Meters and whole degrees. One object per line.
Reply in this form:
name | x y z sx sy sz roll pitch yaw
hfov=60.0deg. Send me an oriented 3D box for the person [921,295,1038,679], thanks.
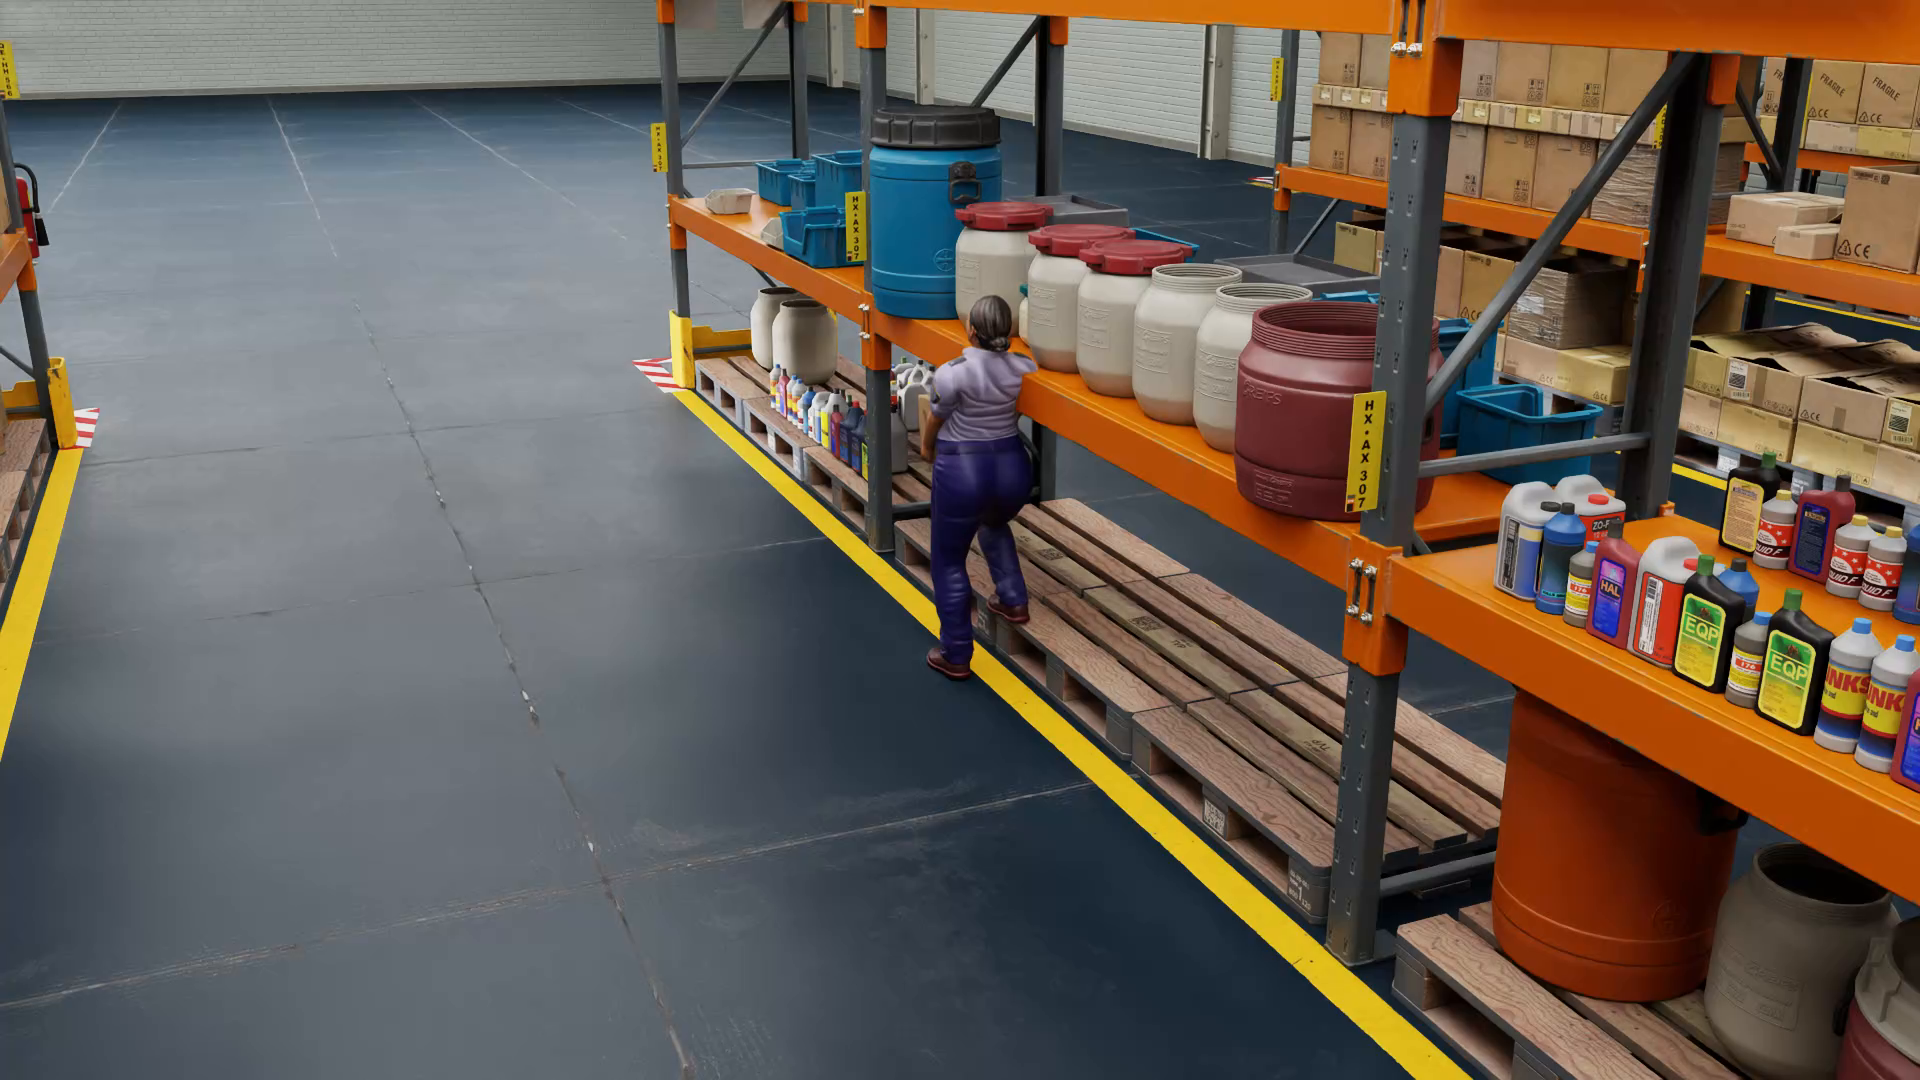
person | 0.064 -0.234 6.831 0.445 1.602 0.584 -7 20 -21
